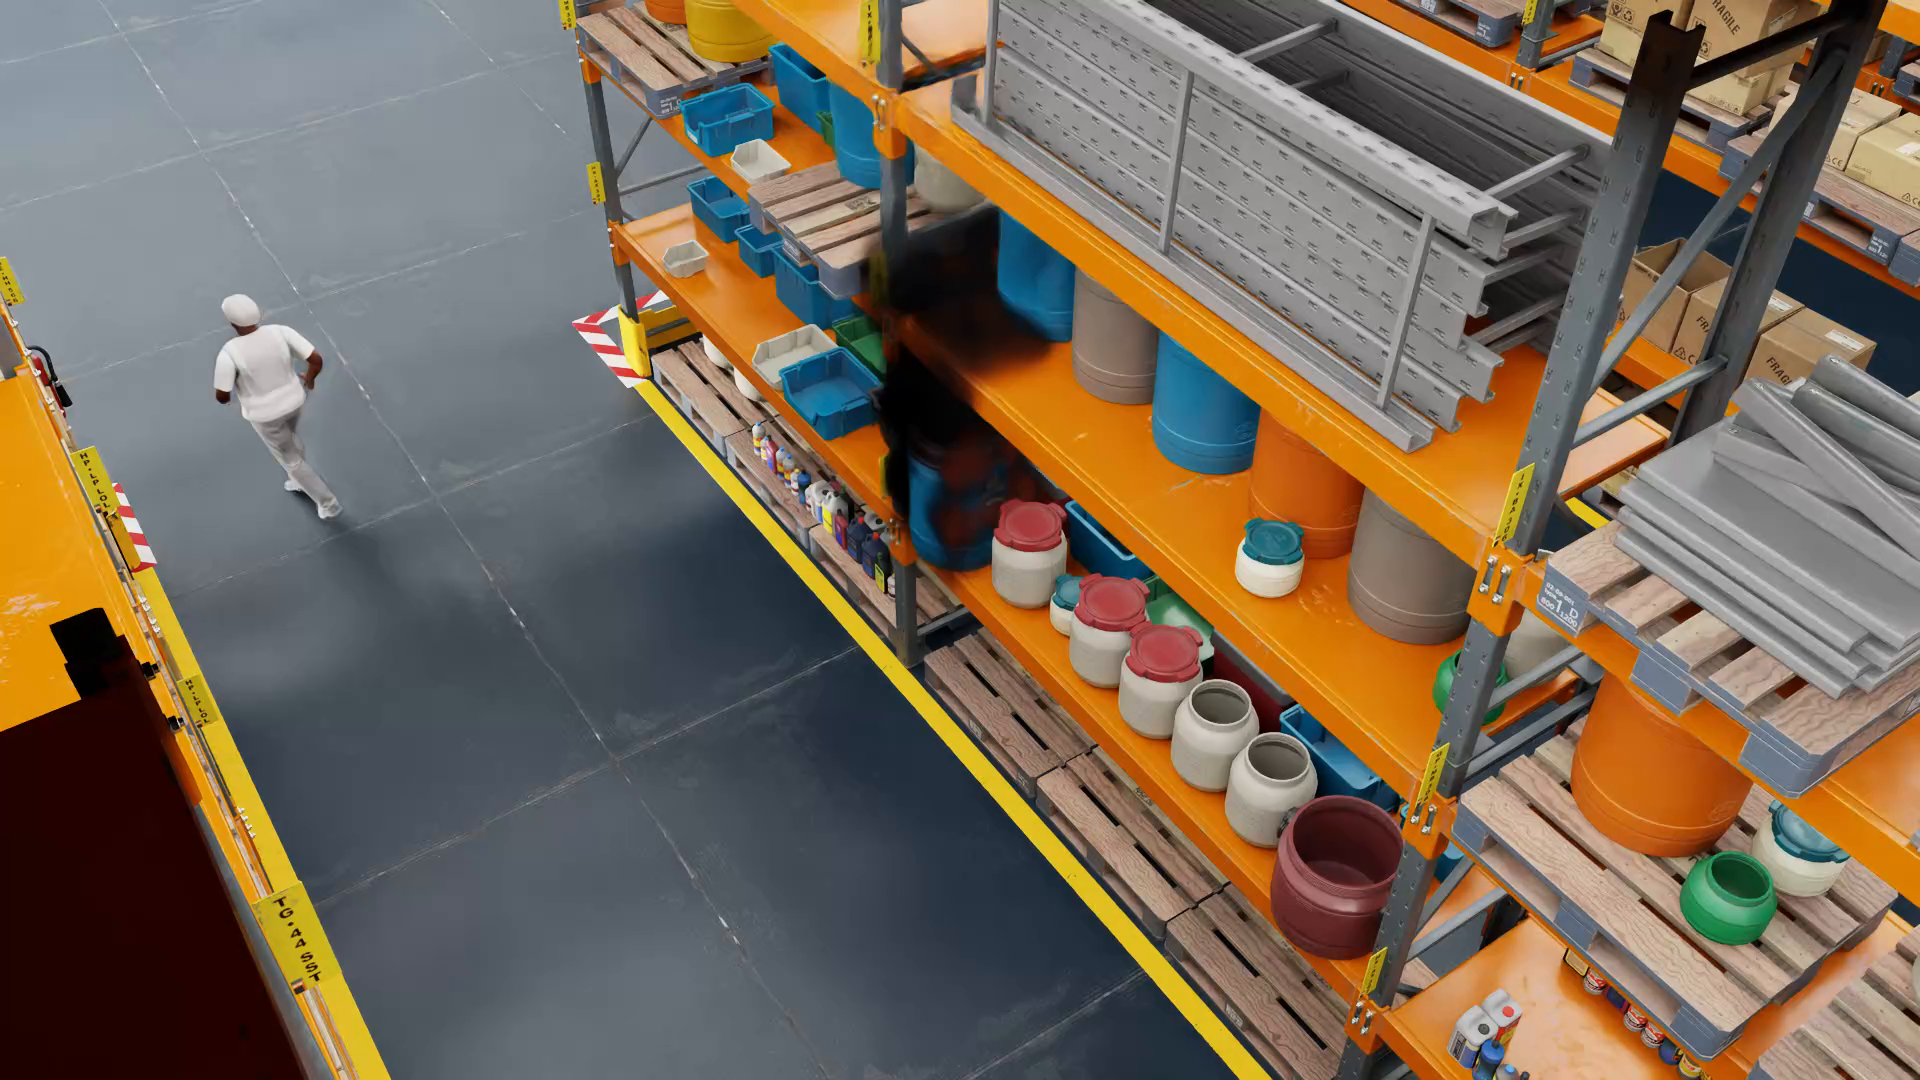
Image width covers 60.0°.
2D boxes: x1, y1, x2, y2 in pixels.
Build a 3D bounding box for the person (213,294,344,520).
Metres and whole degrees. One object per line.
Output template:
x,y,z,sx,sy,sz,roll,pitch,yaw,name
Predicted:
-4.670,-0.862,11.392,0.832,1.814,0.690,28,49,27,person
